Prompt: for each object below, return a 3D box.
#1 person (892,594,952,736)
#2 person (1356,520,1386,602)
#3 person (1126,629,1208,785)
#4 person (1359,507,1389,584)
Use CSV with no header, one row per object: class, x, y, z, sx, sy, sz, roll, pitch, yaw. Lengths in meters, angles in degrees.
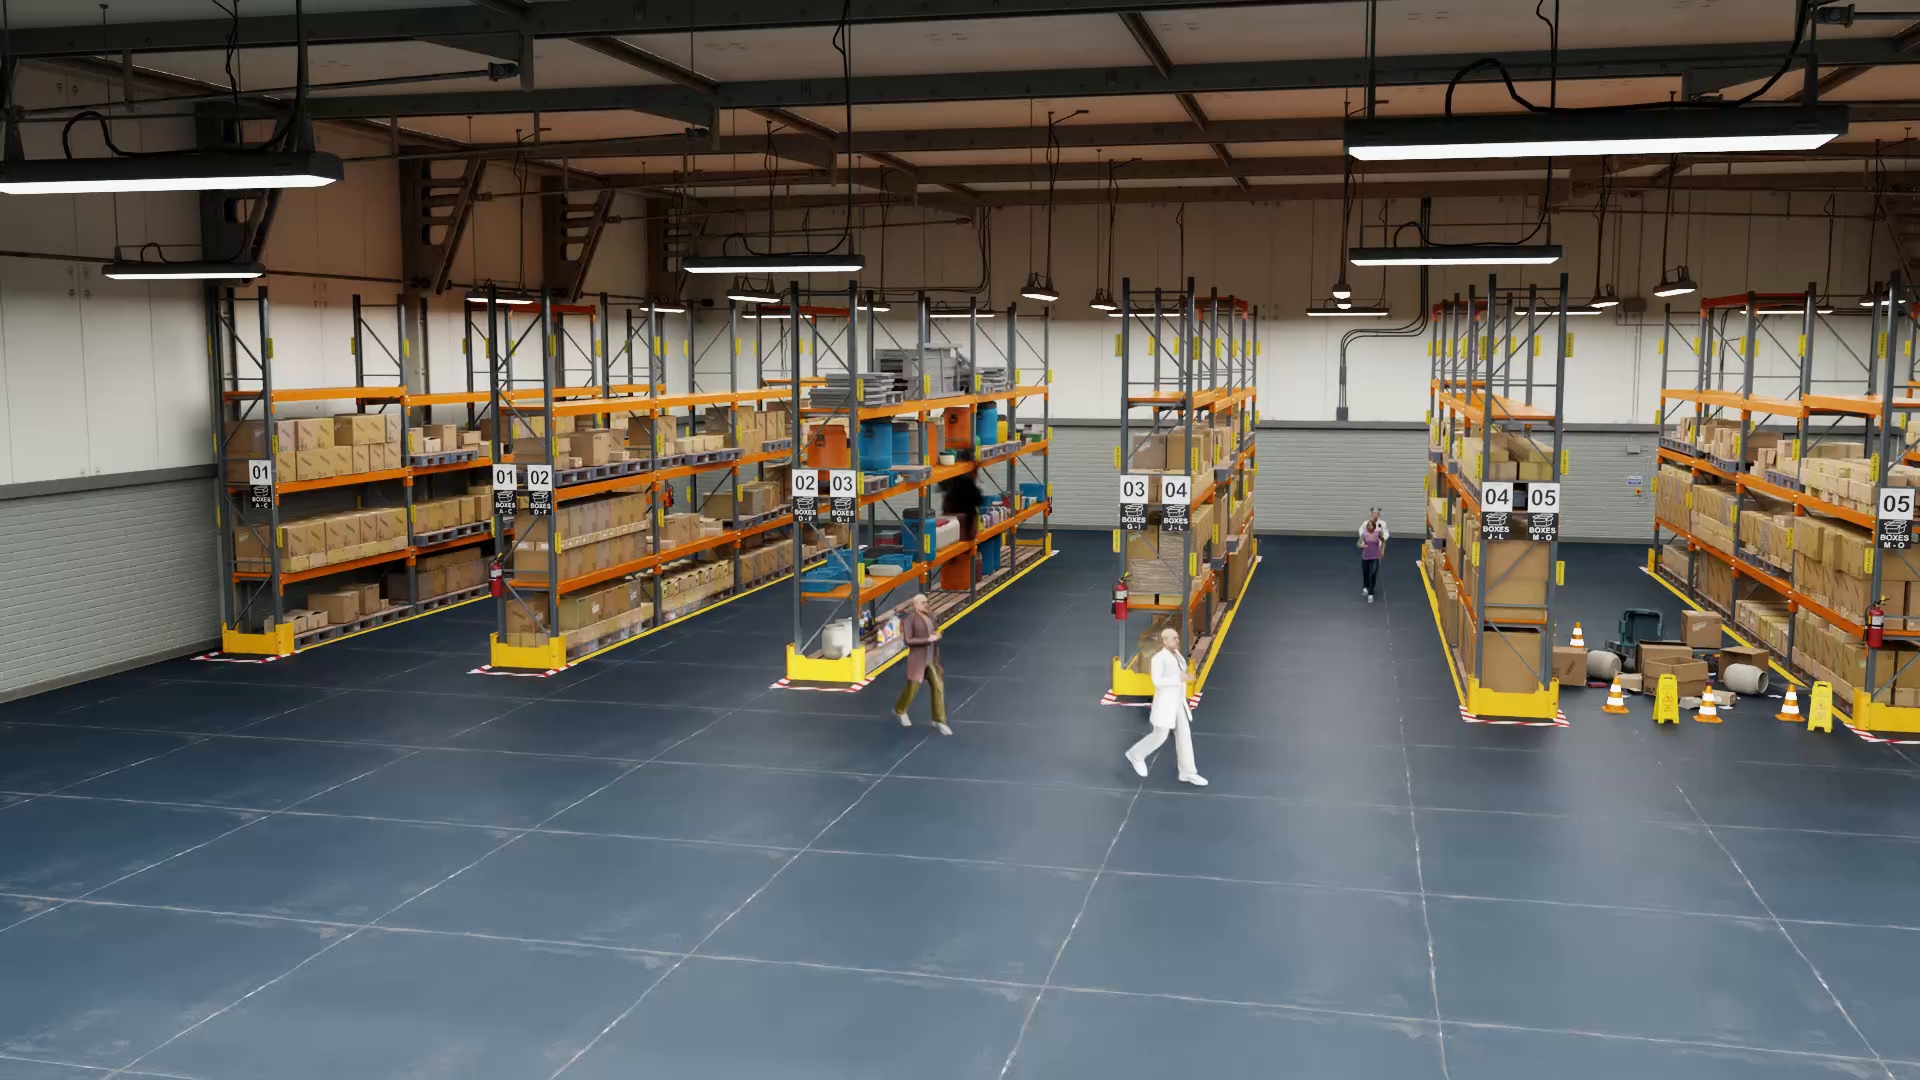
person,-0.506,1.607,21.758,0.687,1.815,0.975,-6,9,-43
person,8.172,0.388,33.112,0.555,1.600,0.864,2,7,16
person,2.394,1.886,19.095,1.055,1.758,0.711,6,9,41
person,8.736,0.140,35.073,0.610,1.693,0.710,1,7,12
